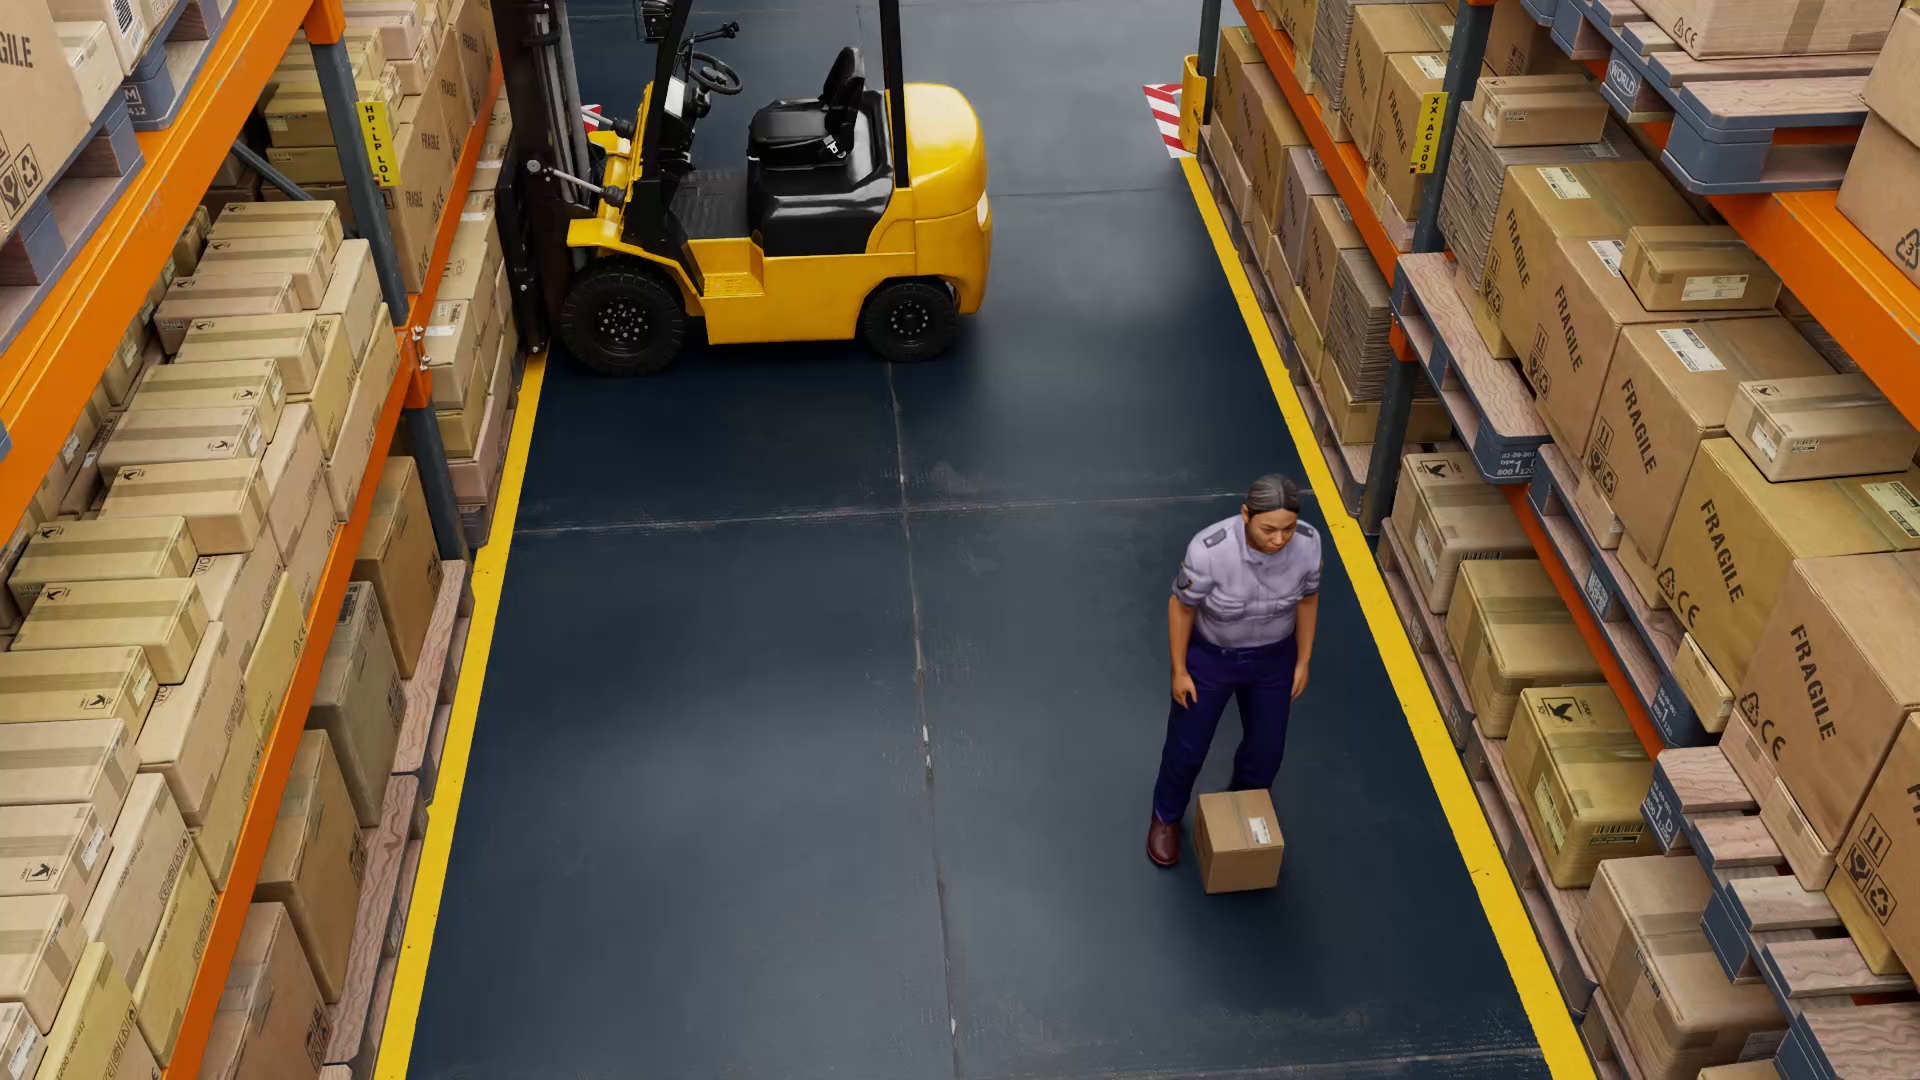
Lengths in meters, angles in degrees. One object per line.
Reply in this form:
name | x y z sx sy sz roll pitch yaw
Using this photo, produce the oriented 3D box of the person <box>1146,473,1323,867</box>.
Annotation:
person | 0.939 0.446 5.636 0.535 1.627 0.422 -4 40 -5
